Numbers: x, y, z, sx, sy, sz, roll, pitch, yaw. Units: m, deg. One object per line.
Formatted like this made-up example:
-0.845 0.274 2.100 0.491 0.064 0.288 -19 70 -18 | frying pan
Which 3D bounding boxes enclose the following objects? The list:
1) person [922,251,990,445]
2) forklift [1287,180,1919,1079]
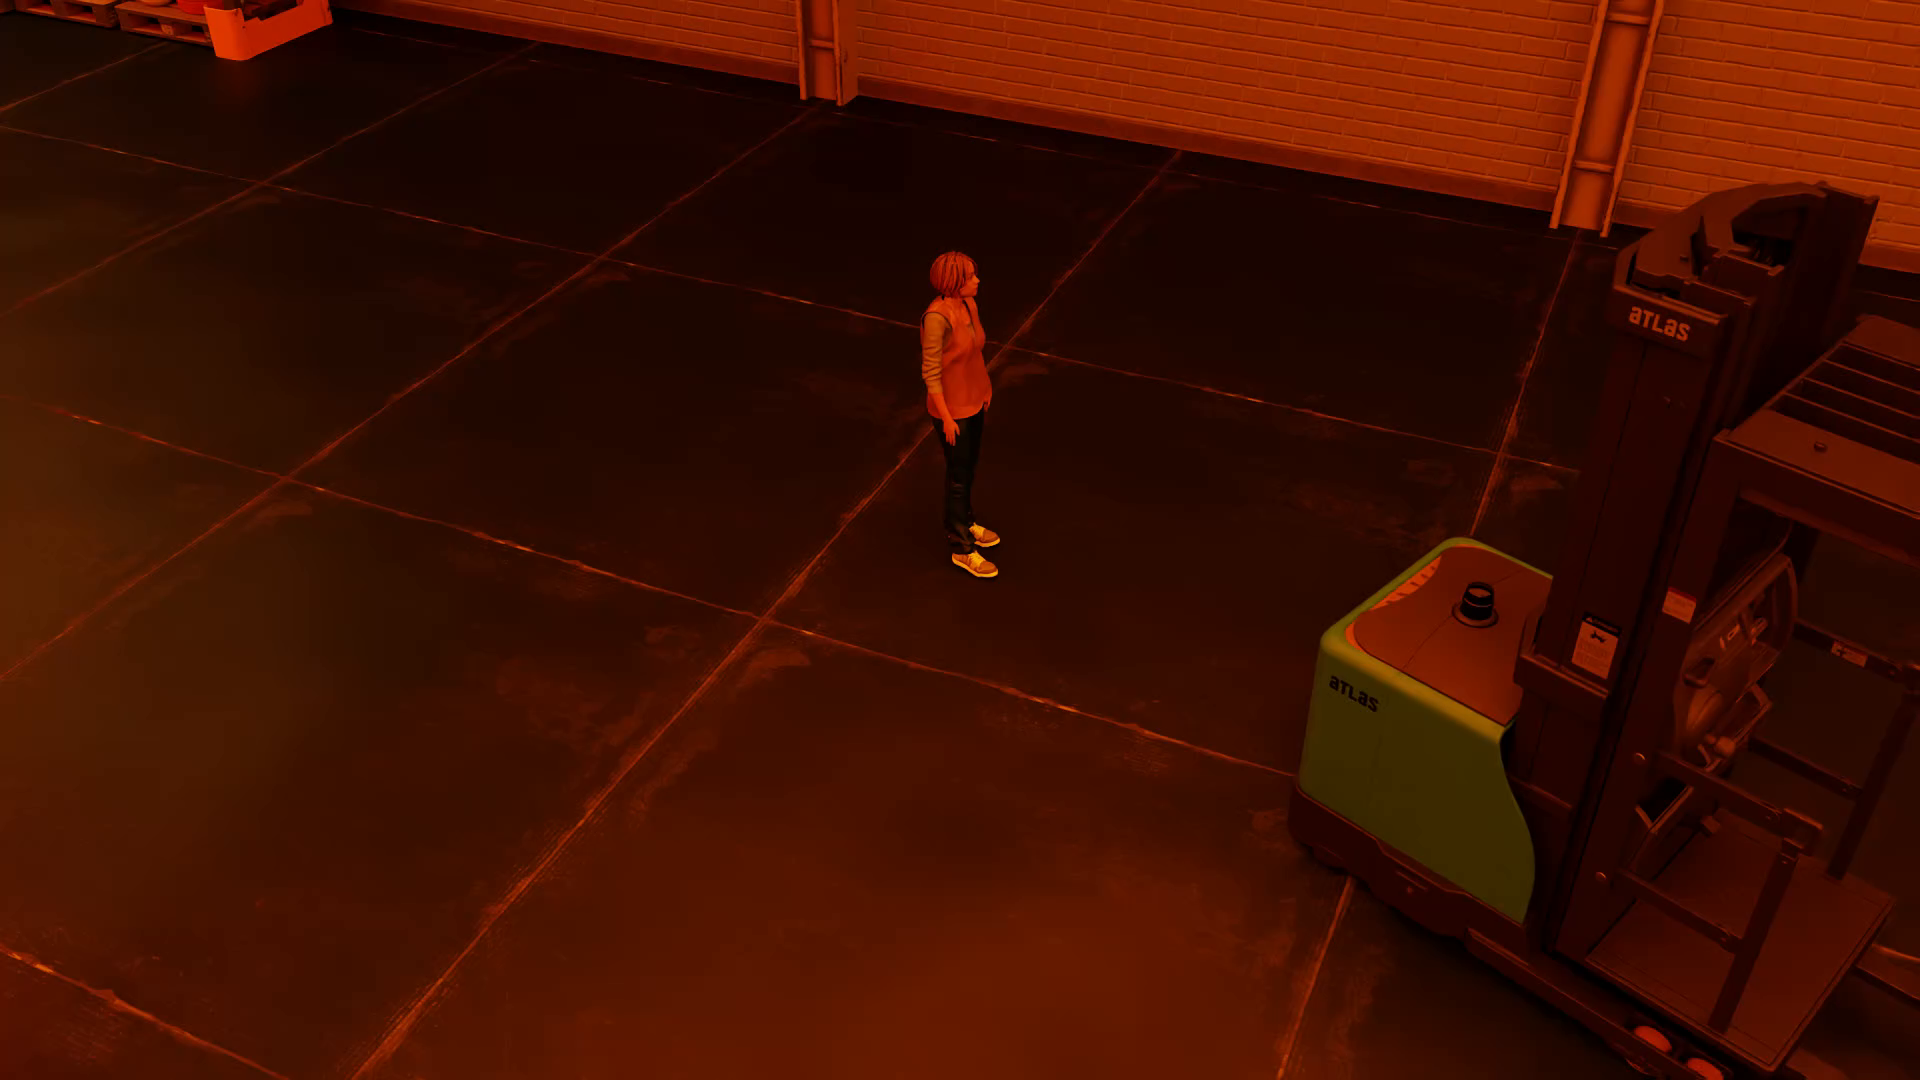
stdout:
-0.025 -0.937 7.950 0.257 0.918 0.501 15 38 20 | person
2.743 0.448 5.458 1.130 2.935 3.031 -30 45 -35 | forklift
